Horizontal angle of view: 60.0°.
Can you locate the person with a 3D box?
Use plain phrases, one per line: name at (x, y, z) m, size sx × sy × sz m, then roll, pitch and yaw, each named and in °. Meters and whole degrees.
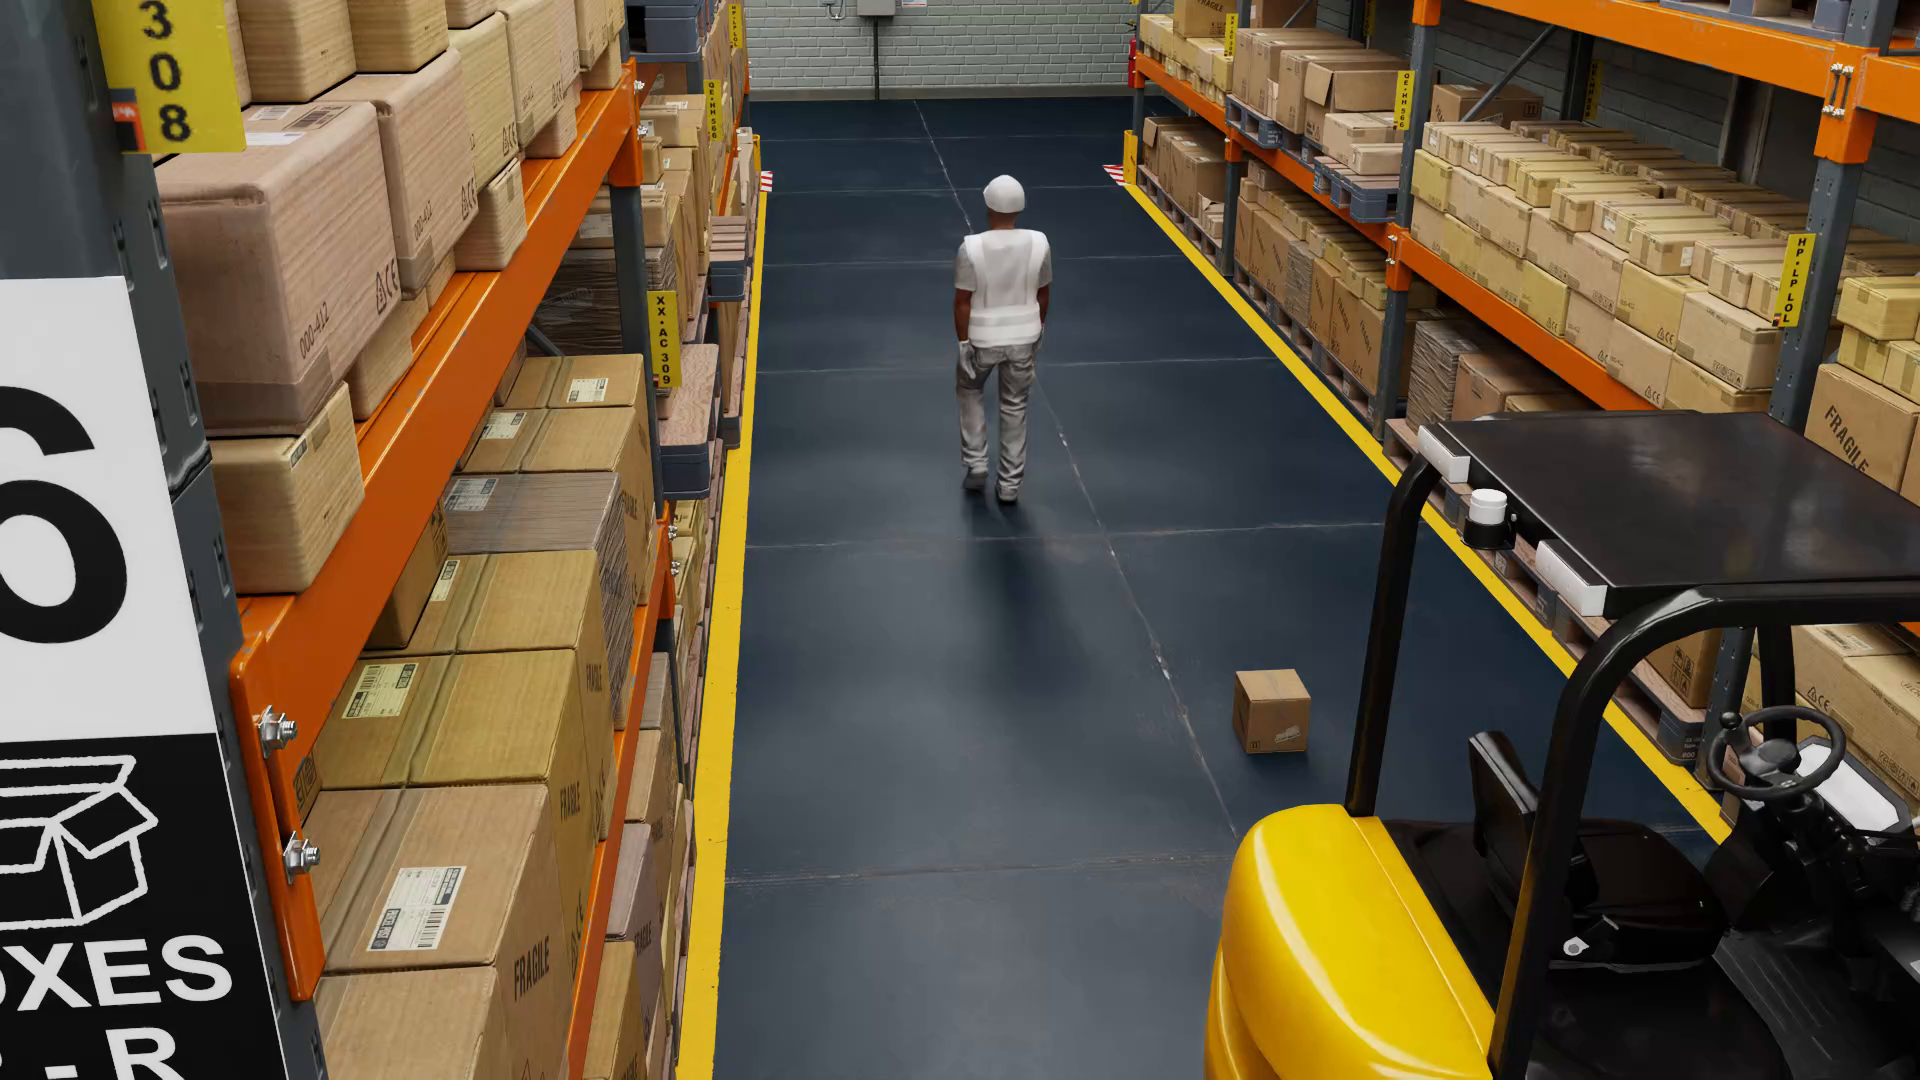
person at (0.218, -1.089, 9.083) m, size 0.544 × 1.825 × 0.489 m, roll -3°, pitch 24°, yaw -7°
